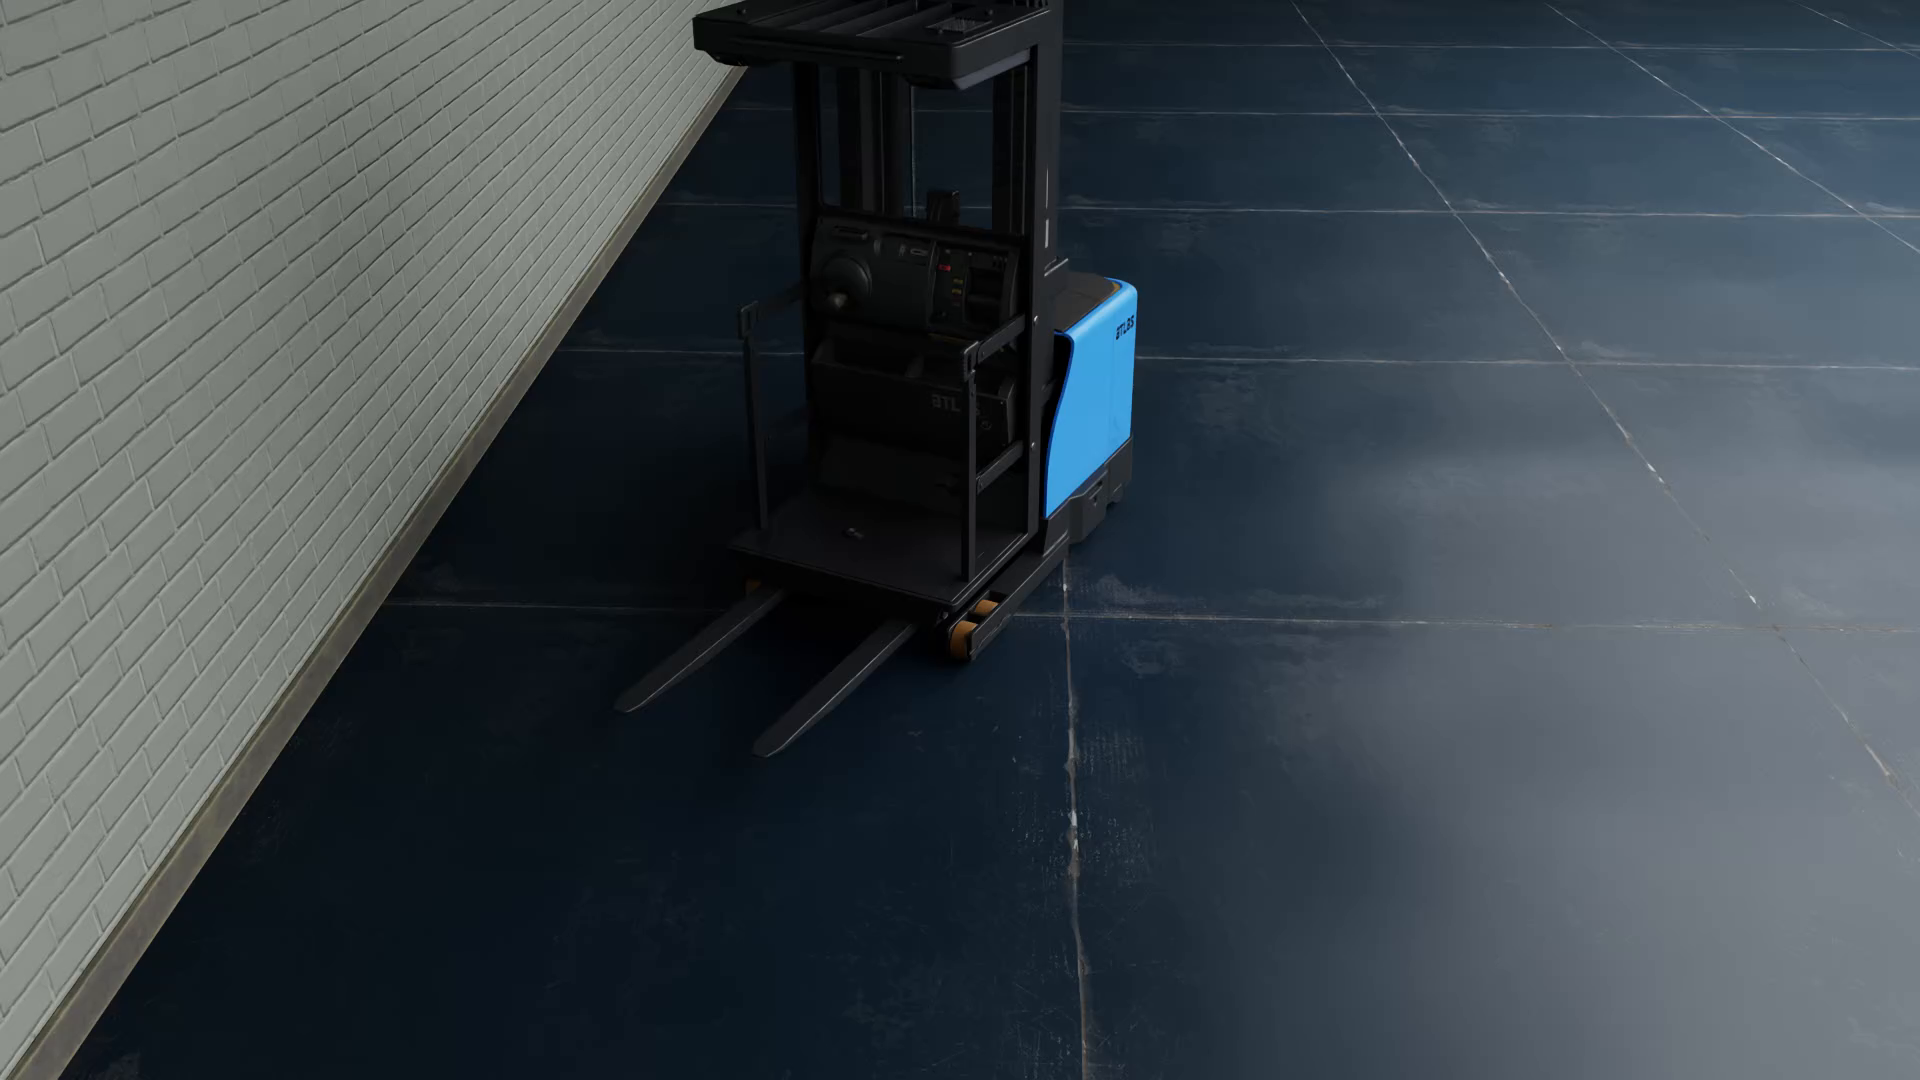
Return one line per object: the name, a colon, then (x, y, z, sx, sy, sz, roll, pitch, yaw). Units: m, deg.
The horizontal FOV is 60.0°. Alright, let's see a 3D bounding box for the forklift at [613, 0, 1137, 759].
forklift: (-0.286, -1.036, 6.575, 1.130, 2.935, 3.031, 14, 31, 24)
